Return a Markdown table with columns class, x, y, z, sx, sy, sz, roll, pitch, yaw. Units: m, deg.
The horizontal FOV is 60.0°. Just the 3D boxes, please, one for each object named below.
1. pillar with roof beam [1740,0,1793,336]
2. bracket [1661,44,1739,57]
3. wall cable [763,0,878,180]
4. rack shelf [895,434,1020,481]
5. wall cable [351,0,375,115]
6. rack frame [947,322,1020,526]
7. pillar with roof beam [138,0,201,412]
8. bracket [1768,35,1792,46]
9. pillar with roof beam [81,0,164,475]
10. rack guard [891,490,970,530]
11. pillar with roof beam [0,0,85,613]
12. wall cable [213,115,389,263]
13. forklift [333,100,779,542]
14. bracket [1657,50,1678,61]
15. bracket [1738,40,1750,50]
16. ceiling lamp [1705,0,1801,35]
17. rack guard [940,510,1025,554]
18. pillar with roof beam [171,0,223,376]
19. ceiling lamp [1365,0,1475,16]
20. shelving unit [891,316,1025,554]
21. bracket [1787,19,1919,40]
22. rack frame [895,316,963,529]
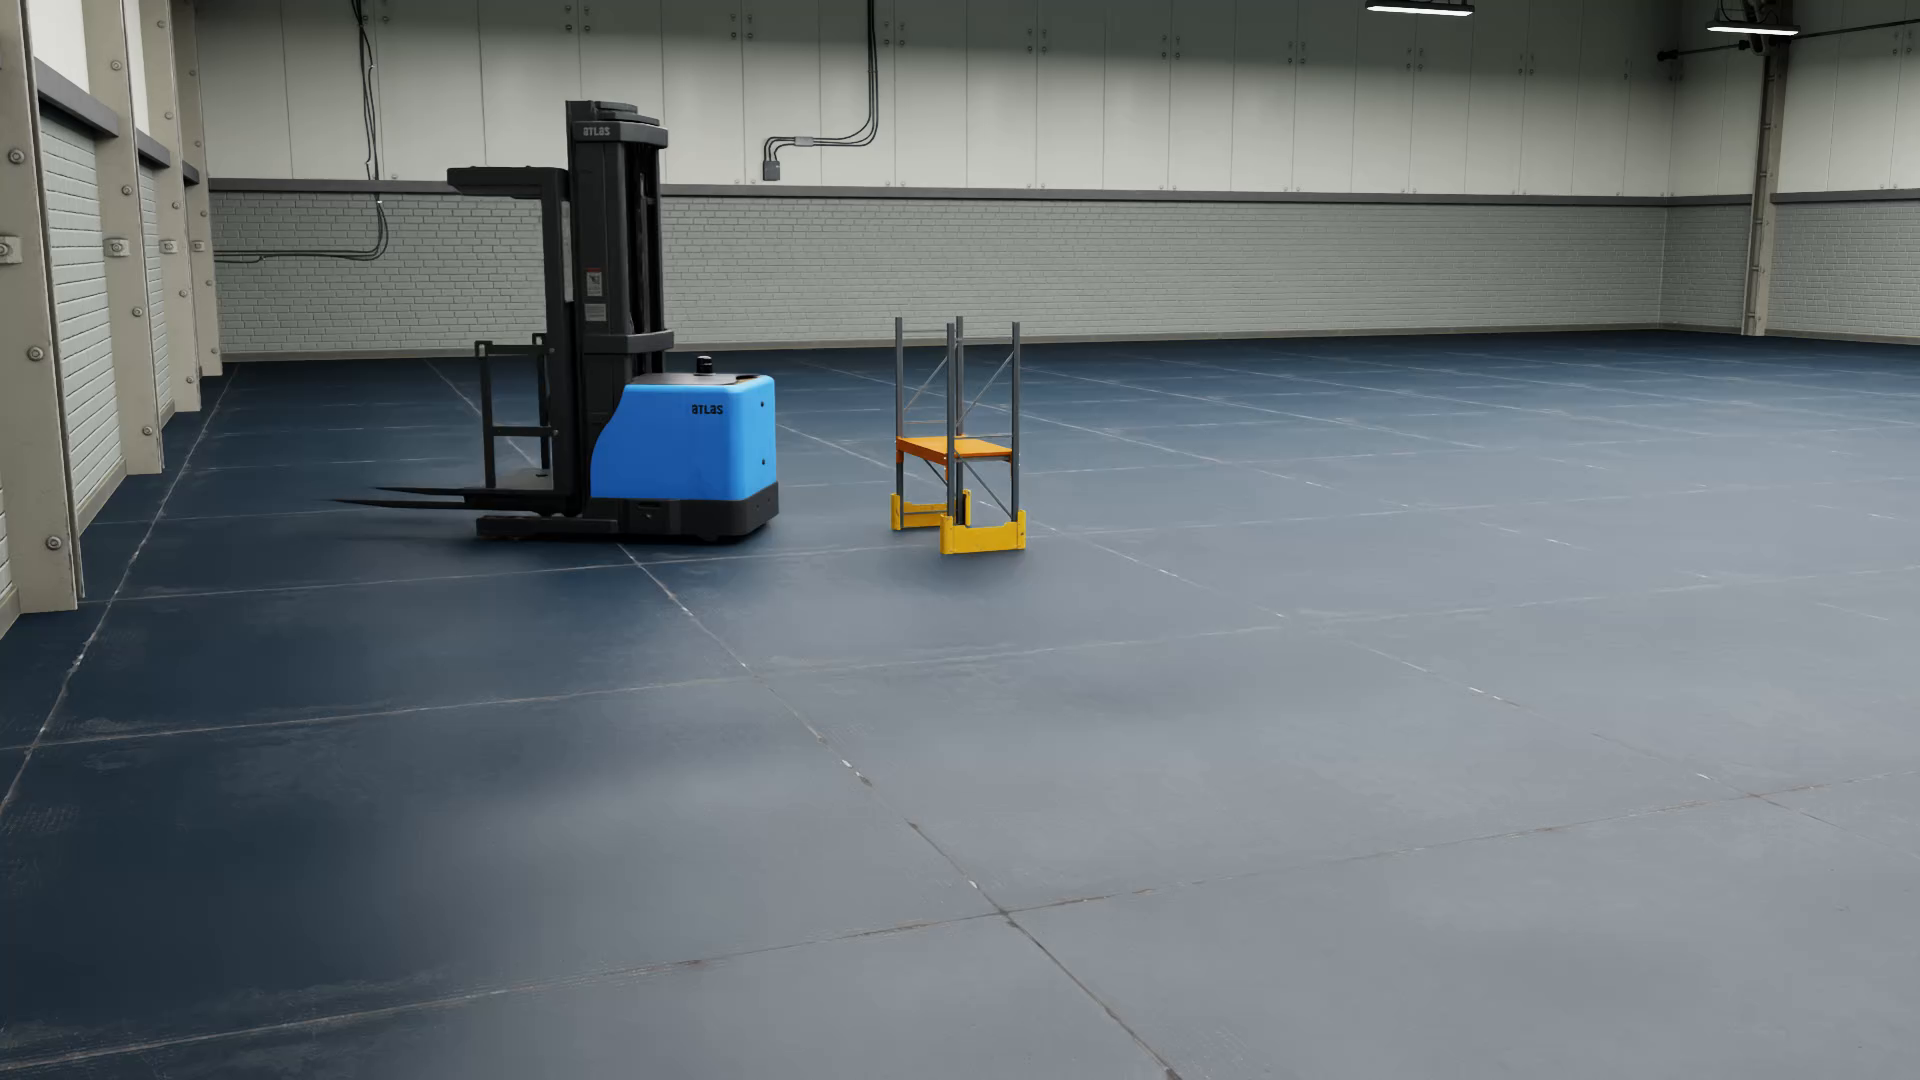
| class | x | y | z | sx | sy | sz | roll | pitch | yaw |
| --- | --- | --- | --- | --- | --- | --- | --- | --- | --- |
| pillar with roof beam | 13.694 | -8.730 | 34.803 | 9.100 | 9.000 | 0.548 | -4 | 11 | -21 |
| bracket | 16.580 | -11.111 | 37.911 | 0.076 | 0.066 | 3.189 | -4 | 11 | -21 |
| wall cable | -2.634 | -9.843 | 31.351 | 2.305 | 6.003 | 0.169 | -4 | 11 | -21 |
| rack shelf | -0.031 | -0.575 | 11.399 | 0.538 | 0.185 | 1.000 | -4 | 11 | -21 |
| wall cable | -8.966 | -8.698 | 29.071 | 3.097 | 2.526 | 0.112 | -4 | 11 | -21 |
| rack frame | 0.153 | -0.669 | 10.901 | 0.500 | 1.500 | 0.032 | -4 | 11 | -21 |
| pillar with roof beam | -5.466 | -6.298 | 21.131 | 9.100 | 9.000 | 0.400 | -4 | 11 | -21 |
| bracket | 17.526 | -10.685 | 35.517 | 0.235 | 0.232 | 0.430 | -4 | 11 | -21 |
| pillar with roof beam | -3.292 | -5.319 | 15.625 | 9.100 | 9.000 | 0.400 | -4 | 11 | -21 |
| rack guard | -0.208 | -0.217 | 11.925 | 0.587 | 0.250 | 0.087 | -4 | 11 | -21 |
| pillar with roof beam | -1.117 | -4.339 | 10.120 | 9.100 | 9.000 | 0.400 | -4 | 11 | -21 |
| wall cable | -11.488 | -6.040 | 28.548 | 3.097 | 2.526 | 0.112 | -4 | 11 | -21 |
| forklift | -2.876 | -1.525 | 11.625 | 3.031 | 2.935 | 1.130 | 1 | 10 | 8 |
| bracket | 16.366 | -11.207 | 38.453 | 0.235 | 0.232 | 0.430 | -4 | 11 | -21 |
| bracket | 17.225 | -10.821 | 36.278 | 0.235 | 0.232 | 0.430 | -4 | 11 | -21 |
| ceiling lamp | 14.483 | -10.932 | 30.513 | 2.000 | 3.185 | 0.800 | -4 | 11 | -21 |
| rack guard | 0.153 | -0.054 | 11.011 | 0.587 | 0.250 | 0.087 | -4 | 11 | -21 |
| pillar with roof beam | -7.640 | -7.277 | 26.637 | 9.100 | 9.000 | 0.548 | -4 | 11 | -21 |
| ceiling lamp | 7.642 | -10.466 | 27.894 | 2.000 | 3.185 | 0.800 | -4 | 11 | -21 |
| shelving unit | -0.028 | -0.751 | 11.359 | 0.587 | 1.500 | 1.083 | -4 | 11 | -21 |
| bracket | 18.460 | -10.265 | 33.152 | 0.076 | 0.066 | 4.783 | -4 | 11 | -21 |
| rack frame | -0.215 | -0.835 | 11.834 | 0.500 | 1.500 | 0.032 | -4 | 11 | -21 |
